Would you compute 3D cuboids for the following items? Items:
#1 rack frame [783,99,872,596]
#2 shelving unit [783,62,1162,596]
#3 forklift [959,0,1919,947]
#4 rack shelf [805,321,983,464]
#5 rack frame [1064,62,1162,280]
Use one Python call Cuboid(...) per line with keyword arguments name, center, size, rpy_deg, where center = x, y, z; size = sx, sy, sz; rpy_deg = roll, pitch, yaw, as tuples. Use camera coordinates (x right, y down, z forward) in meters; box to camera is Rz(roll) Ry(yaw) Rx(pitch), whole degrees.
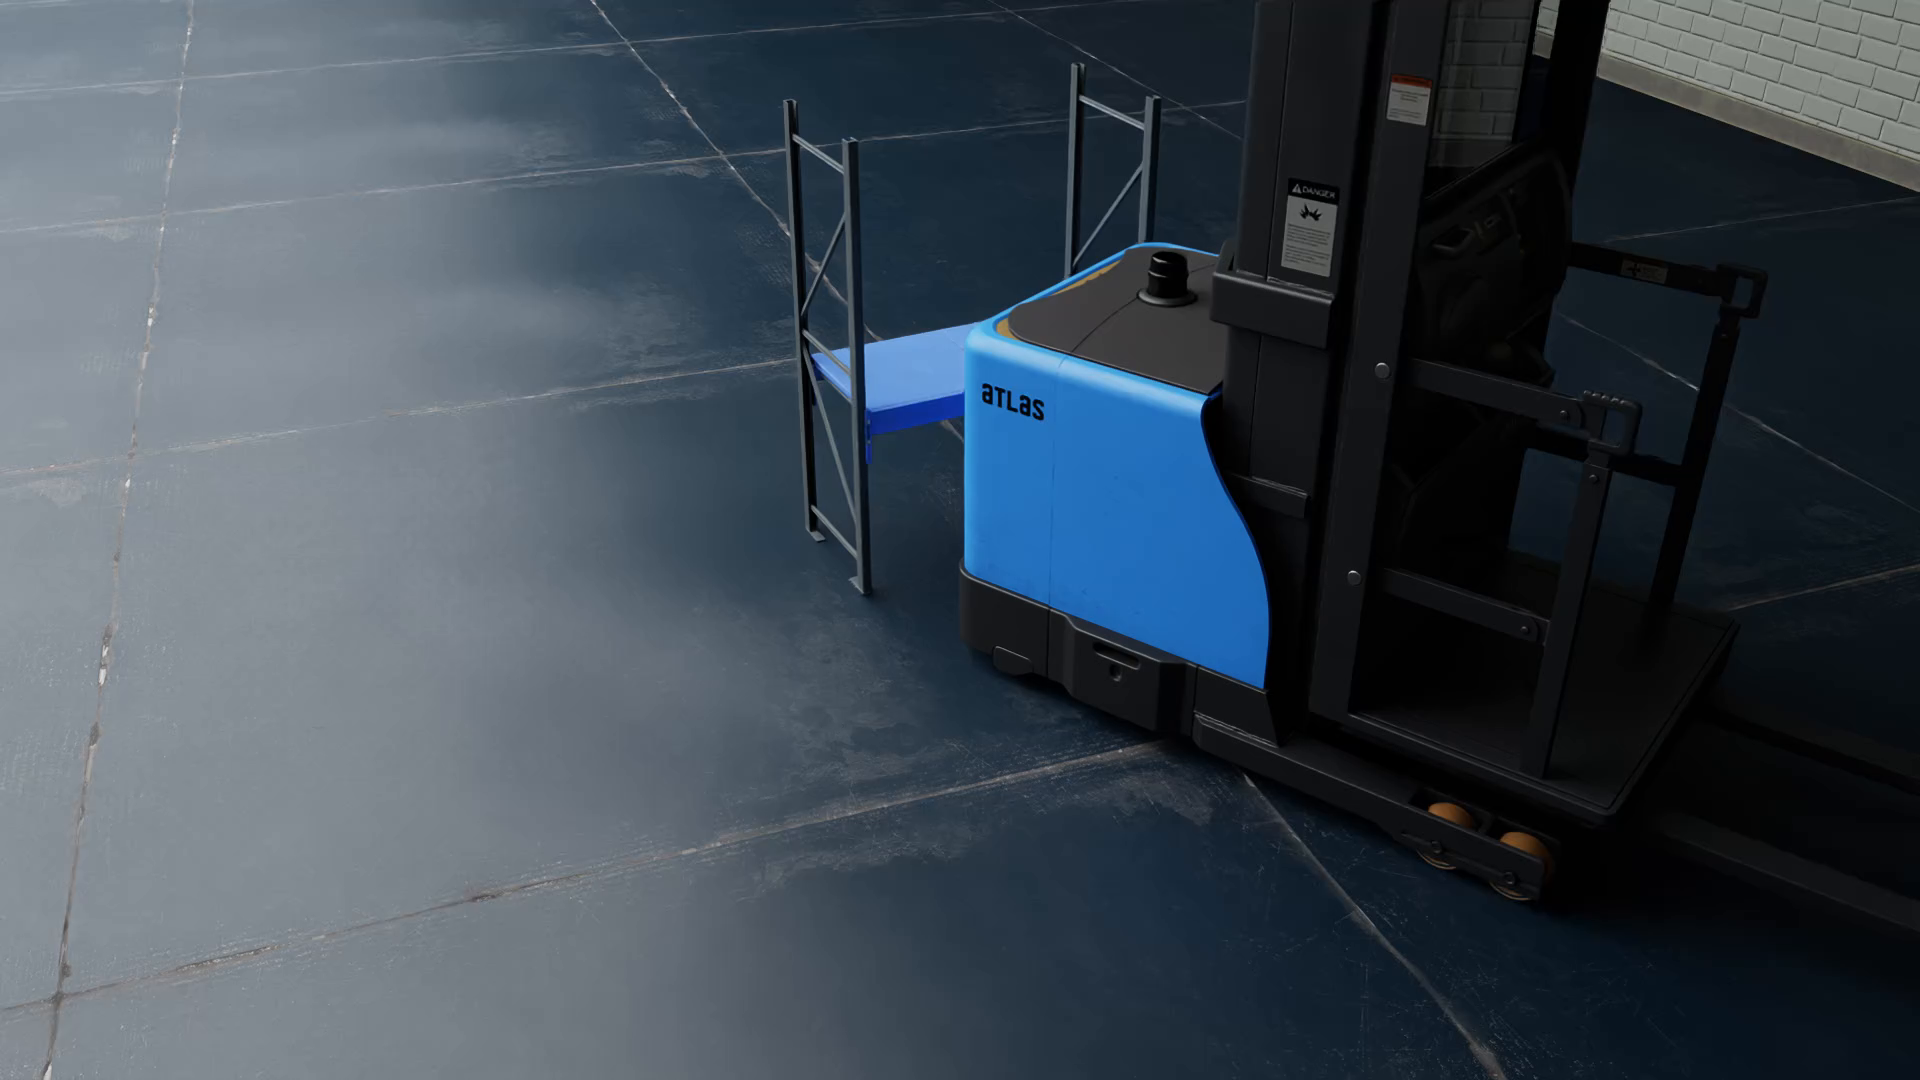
Cuboid(name="rack frame", center=(-0.415, -0.583, 5.259), size=(0.032, 1.500, 0.500), rpy_deg=(-14, 33, -23))
Cuboid(name="shelving unit", center=(0.039, -0.697, 5.458), size=(1.048, 1.500, 0.538), rpy_deg=(-14, 33, -23))
Cuboid(name="forklift", center=(1.477, -0.671, 3.966), size=(3.031, 2.935, 1.130), rpy_deg=(21, 36, 32))
Cuboid(name="rack shelf", center=(0.039, -0.541, 5.547), size=(1.000, 0.185, 0.538), rpy_deg=(-14, 33, -23))
Cuboid(name="rack frame", center=(0.493, -0.811, 5.658), size=(0.032, 1.500, 0.500), rpy_deg=(-14, 33, -23))
